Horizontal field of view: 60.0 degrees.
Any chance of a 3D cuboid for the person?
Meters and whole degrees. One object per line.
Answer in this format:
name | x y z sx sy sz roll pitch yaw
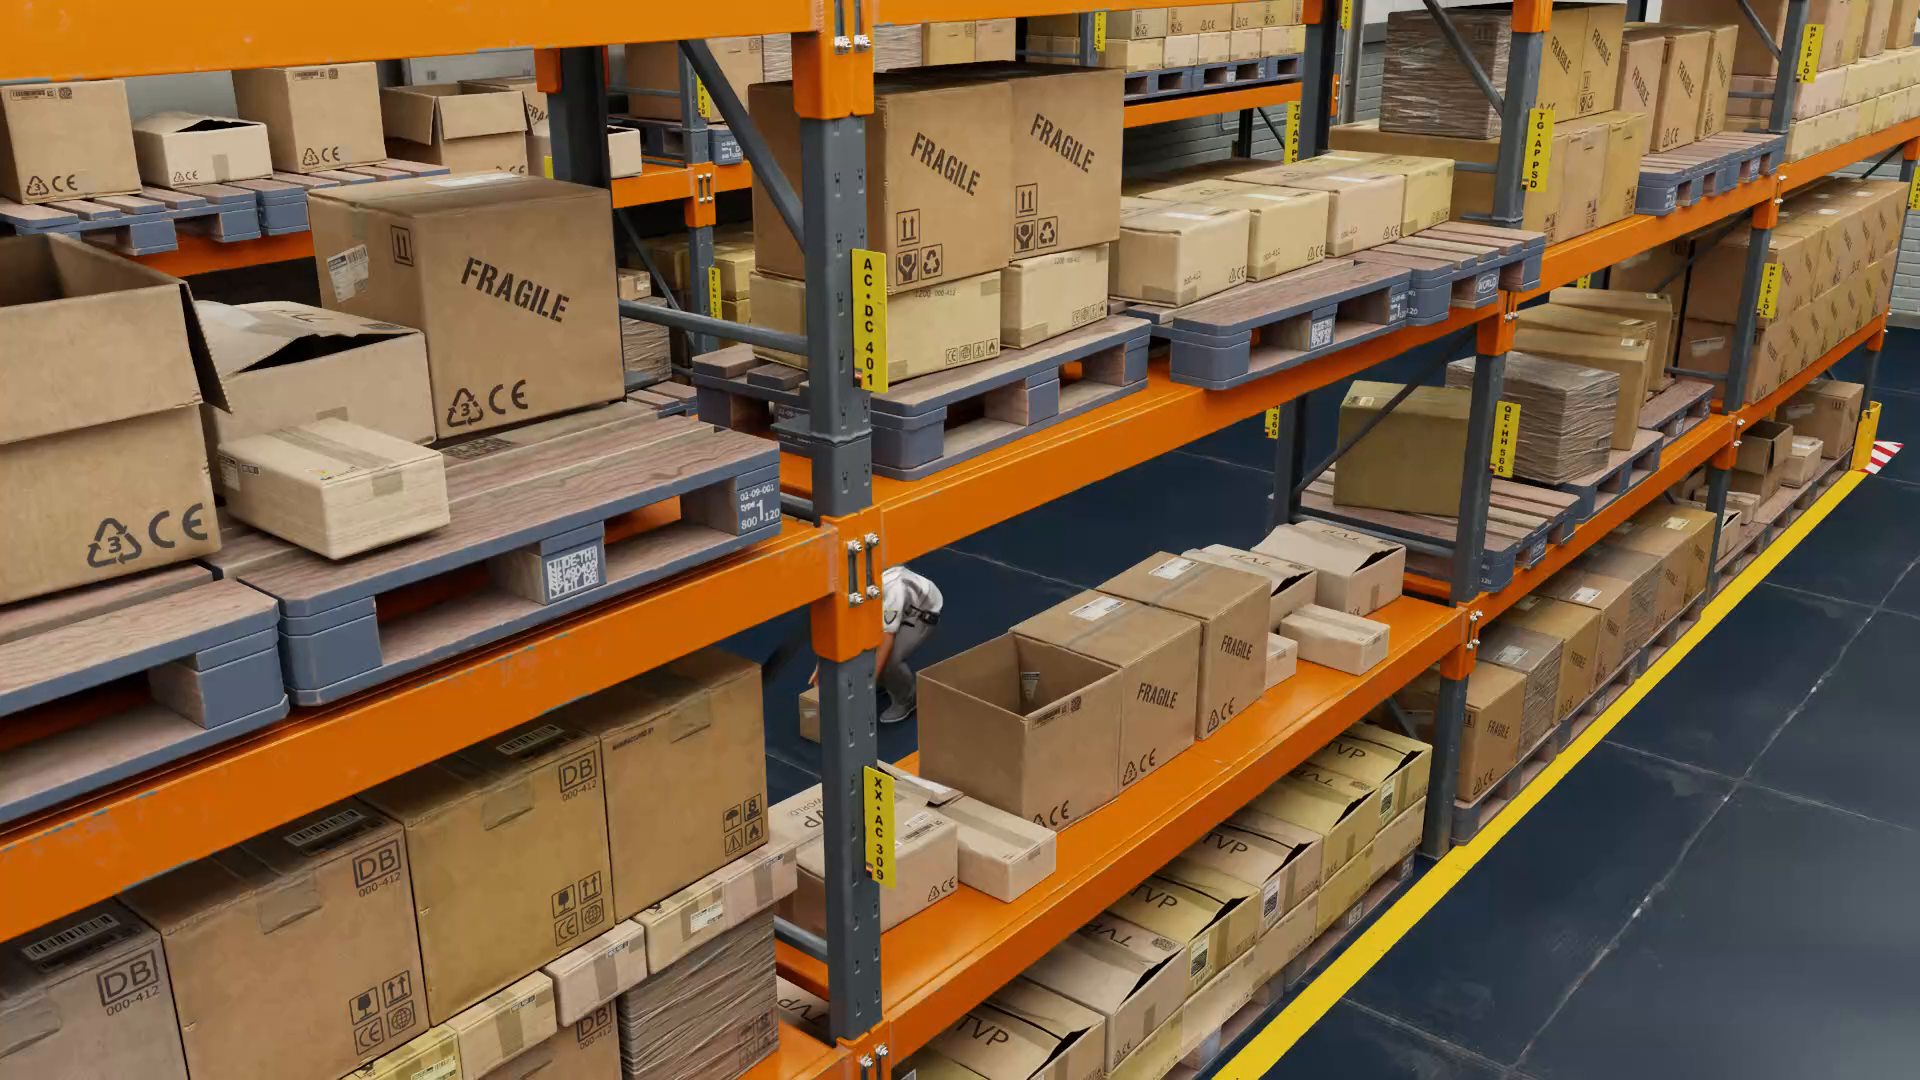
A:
person | -0.451 0.497 9.175 0.530 1.016 0.843 16 26 36
